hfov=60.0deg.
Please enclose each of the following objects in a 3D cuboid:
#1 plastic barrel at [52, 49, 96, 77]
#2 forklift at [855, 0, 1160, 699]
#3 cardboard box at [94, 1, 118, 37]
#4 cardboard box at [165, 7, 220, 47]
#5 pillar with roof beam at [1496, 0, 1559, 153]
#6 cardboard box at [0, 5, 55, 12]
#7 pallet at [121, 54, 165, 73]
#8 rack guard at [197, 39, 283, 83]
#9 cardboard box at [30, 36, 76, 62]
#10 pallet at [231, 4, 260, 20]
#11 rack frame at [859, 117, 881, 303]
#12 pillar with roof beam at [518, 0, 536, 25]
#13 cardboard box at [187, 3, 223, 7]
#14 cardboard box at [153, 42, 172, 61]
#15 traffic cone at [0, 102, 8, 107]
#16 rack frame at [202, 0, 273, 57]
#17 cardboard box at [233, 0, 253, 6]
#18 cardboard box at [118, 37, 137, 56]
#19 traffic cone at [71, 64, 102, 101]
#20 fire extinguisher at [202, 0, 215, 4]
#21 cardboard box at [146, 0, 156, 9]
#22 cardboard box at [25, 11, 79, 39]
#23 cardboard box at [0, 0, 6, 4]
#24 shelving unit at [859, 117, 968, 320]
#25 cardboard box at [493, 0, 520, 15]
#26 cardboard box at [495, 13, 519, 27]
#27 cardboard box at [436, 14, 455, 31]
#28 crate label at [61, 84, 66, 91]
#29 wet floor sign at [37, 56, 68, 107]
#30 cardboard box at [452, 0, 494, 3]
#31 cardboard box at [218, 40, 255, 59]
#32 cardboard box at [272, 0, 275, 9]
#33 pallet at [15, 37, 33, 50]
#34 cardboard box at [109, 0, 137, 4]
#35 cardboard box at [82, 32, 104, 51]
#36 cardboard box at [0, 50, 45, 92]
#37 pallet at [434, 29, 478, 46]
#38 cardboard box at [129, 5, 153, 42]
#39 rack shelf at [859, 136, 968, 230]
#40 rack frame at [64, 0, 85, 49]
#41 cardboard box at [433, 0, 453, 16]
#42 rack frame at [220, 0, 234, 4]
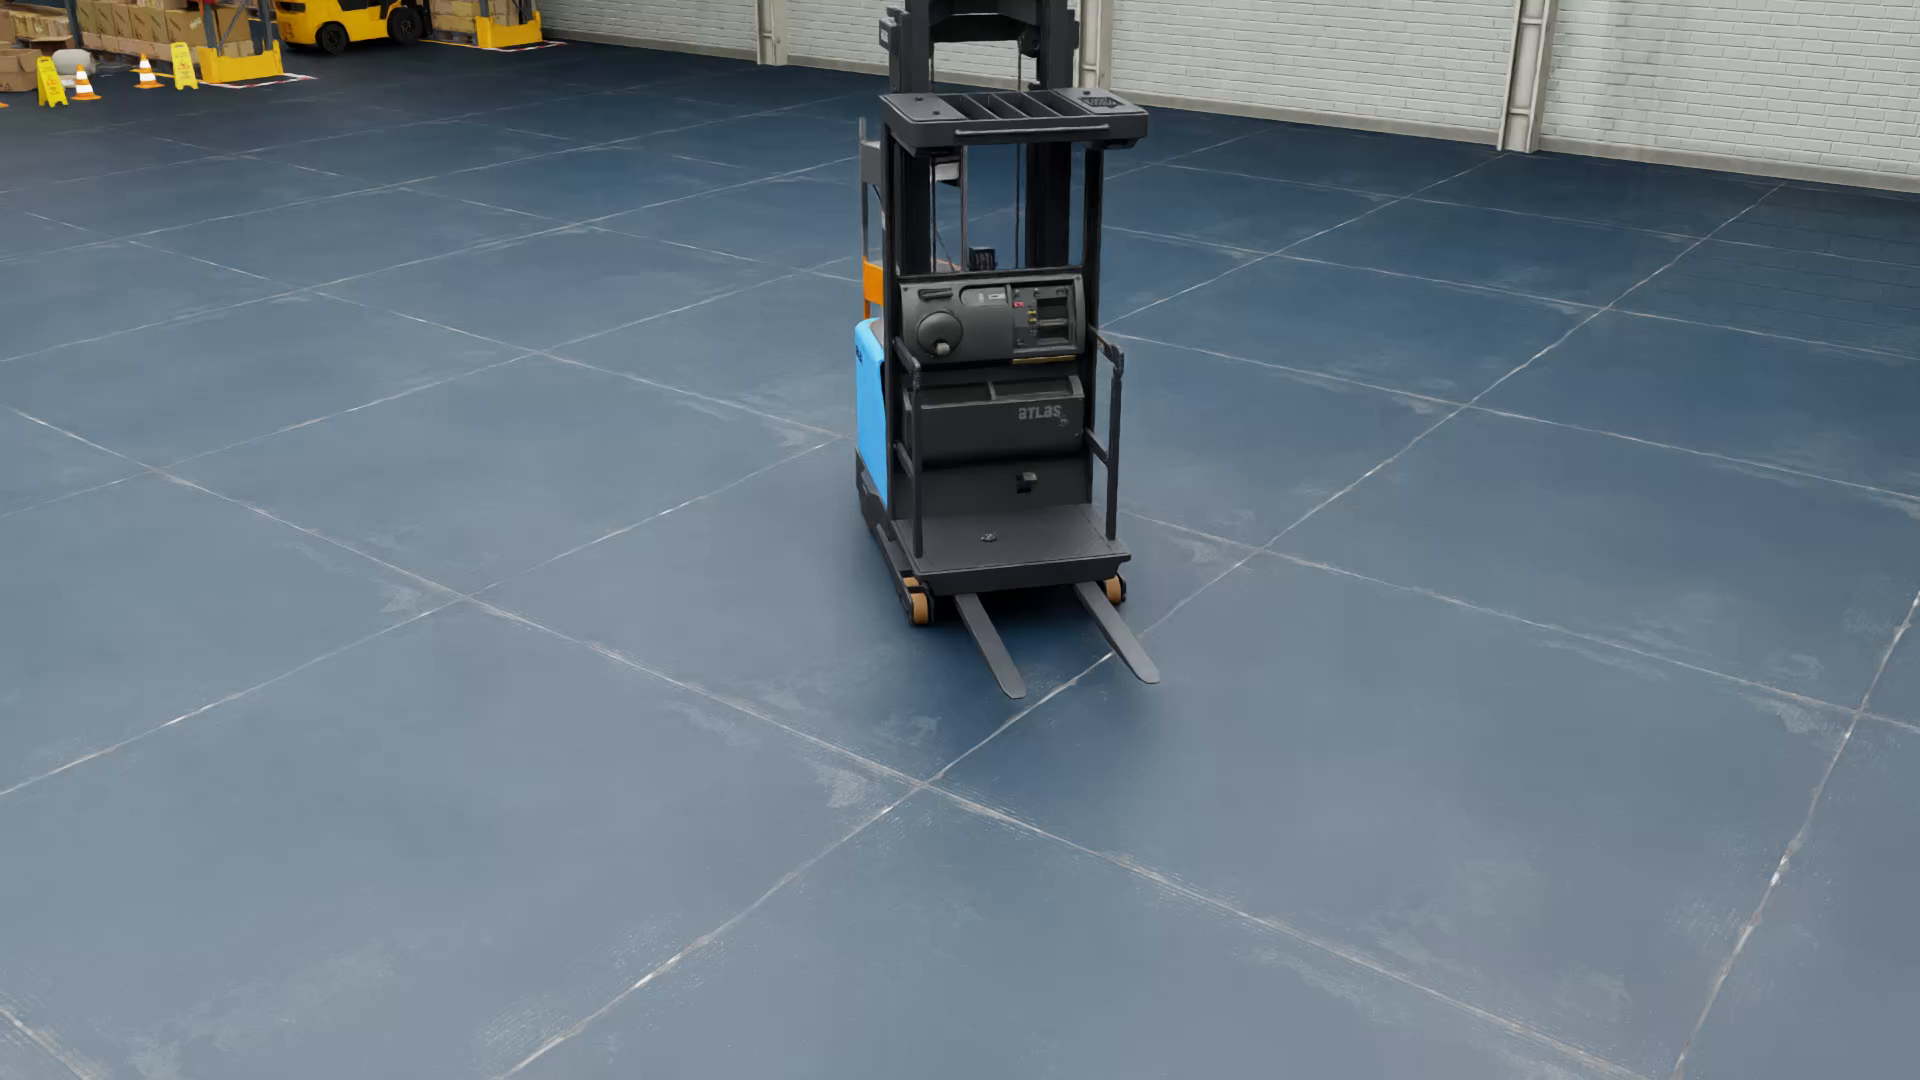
[{"bbox_3d":[-13.285,-7.145,24.942,0.512,0.421,0.421,-5,24,-12],"label":"plastic barrel"},{"bbox_3d":[0.216,-1.081,8.068,1.130,2.935,3.031,-5,24,-12],"label":"forklift"},{"bbox_3d":[-13.179,-8.202,26.104,0.500,0.500,0.500,18,30,35],"label":"cardboard box"},{"bbox_3d":[-11.522,-7.700,24.964,0.500,0.500,0.500,17,29,34],"label":"cardboard box"},{"bbox_3d":[4.055,-7.378,14.835,0.400,9.000,9.100,17,29,33],"label":"pillar with roof beam"},{"bbox_3d":[-16.084,-8.922,28.517,0.625,0.372,0.950,16,28,32],"label":"cardboard box"},{"bbox_3d":[-12.386,-7.558,26.143,1.213,0.211,1.003,17,29,33],"label":"pallet"},{"bbox_3d":[-10.785,-7.188,24.943,0.348,0.500,1.175,17,29,33],"label":"rack guard"},{"bbox_3d":[-13.884,-7.439,25.512,0.500,0.500,0.500,-5,24,-12],"label":"cardboard box"},{"bbox_3d":[-13.516,-10.362,32.506,1.213,0.211,1.003,17,29,33],"label":"pallet"},{"bbox_3d":[-0.414,-1.502,10.052,0.400,2.100,0.015,-16,28,-33],"label":"rack frame"},{"bbox_3d":[-10.349,-11.731,24.714,0.400,9.000,9.100,17,29,33],"label":"pillar with roof beam"},{"bbox_3d":[-11.644,-8.005,25.657,0.500,0.500,0.500,16,28,31],"label":"cardboard box"},{"bbox_3d":[-11.942,-7.483,25.404,0.500,0.250,0.500,17,29,33],"label":"cardboard box"},{"bbox_3d":[-13.185,-6.117,22.560,0.334,0.463,0.336,17,29,33],"label":"traffic cone"},{"bbox_3d":[-10.724,-8.313,24.397,0.127,3.000,1.000,17,29,33],"label":"rack frame"},{"bbox_3d":[-13.661,-10.800,32.466,0.625,0.625,0.875,18,29,35],"label":"cardboard box"},{"bbox_3d":[-12.755,-7.732,25.967,0.500,0.250,0.500,16,29,33],"label":"cardboard box"},{"bbox_3d":[-12.236,-6.400,23.201,0.334,0.463,0.336,17,29,33],"label":"traffic cone"},{"bbox_3d":[-10.909,-8.101,24.013,0.183,0.674,0.296,17,29,33],"label":"fire extinguisher"},{"bbox_3d":[-12.055,-8.125,25.126,0.250,0.149,0.380,17,29,34],"label":"cardboard box"},{"bbox_3d":[-14.923,-8.569,27.716,0.625,0.372,0.950,19,30,36],"label":"cardboard box"},{"bbox_3d":[-17.629,-9.661,29.572,0.875,0.875,0.875,17,29,33],"label":"cardboard box"},{"bbox_3d":[-0.269,-1.424,9.872,0.431,2.100,0.503,-16,28,-33],"label":"shelving unit"},{"bbox_3d":[-8.002,-9.259,28.813,0.500,0.250,0.500,17,29,34],"label":"cardboard box"},{"bbox_3d":[-8.026,-9.031,28.916,0.500,0.250,0.500,17,29,34],"label":"cardboard box"},{"bbox_3d":[-8.708,-8.984,28.810,0.500,0.250,0.500,17,29,33],"label":"cardboard box"},{"bbox_3d":[-12.902,-6.421,23.652,0.298,0.136,0.250,3,24,6],"label":"crate label"},{"bbox_3d":[-12.401,-6.246,22.626,0.232,0.644,0.267,12,26,24],"label":"wet floor sign"},{"bbox_3d":[-8.306,-9.318,28.326,0.500,0.250,0.500,18,29,35],"label":"cardboard box"},{"bbox_3d":[-11.204,-7.531,25.512,0.500,0.250,0.500,17,29,33],"label":"cardboard box"},{"bbox_3d":[-12.594,-10.482,31.744,0.625,0.625,0.875,15,28,31],"label":"cardboard box"},{"bbox_3d":[-15.529,-8.487,28.250,1.213,0.211,1.003,17,29,33],"label":"pallet"},{"bbox_3d":[-12.921,-8.387,25.720,0.250,0.149,0.380,19,30,36],"label":"cardboard box"},{"bbox_3d":[-13.615,-7.984,26.541,0.500,0.250,0.500,15,28,31],"label":"cardboard box"},{"bbox_3d":[-13.648,-6.779,24.011,0.637,0.503,0.797,-1,24,-3],"label":"cardboard box"},{"bbox_3d":[-8.387,-8.811,28.985,1.213,0.211,1.003,17,29,33],"label":"pallet"},{"bbox_3d":[-12.341,-7.949,25.531,0.500,0.500,0.500,16,28,32],"label":"cardboard box"},{"bbox_3d":[-0.268,-2.054,9.599,0.431,0.518,0.480,-16,28,-33],"label":"rack shelf"},{"bbox_3d":[-13.925,-9.280,26.593,0.127,3.000,1.000,17,29,33],"label":"rack frame"},{"bbox_3d":[-8.722,-9.220,28.724,0.500,0.250,0.500,16,29,33],"label":"cardboard box"},{"bbox_3d":[-14.152,-11.850,32.425,0.127,3.000,1.000,17,29,33],"label":"rack frame"}]
